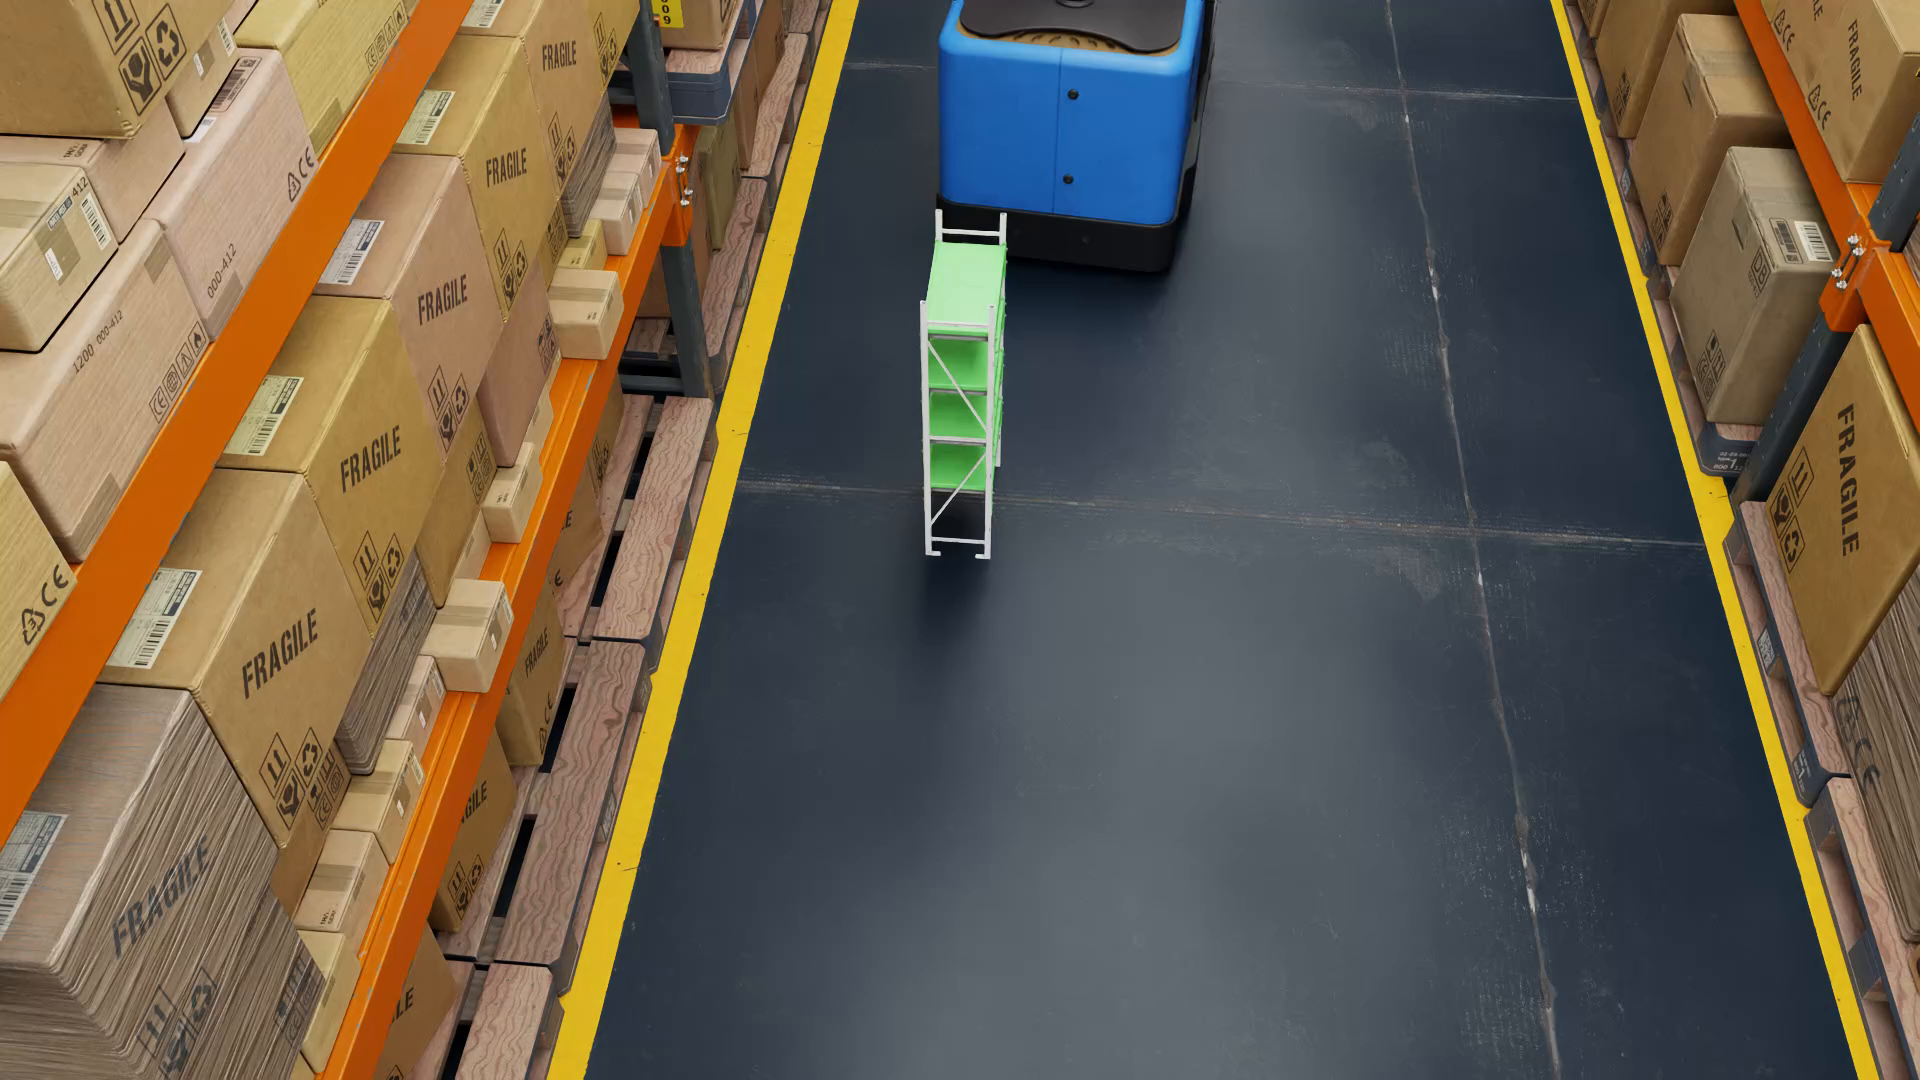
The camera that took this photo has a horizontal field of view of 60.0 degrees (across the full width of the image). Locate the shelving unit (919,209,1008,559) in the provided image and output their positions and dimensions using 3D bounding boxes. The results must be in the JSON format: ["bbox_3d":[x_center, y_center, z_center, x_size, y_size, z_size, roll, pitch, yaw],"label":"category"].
[{"bbox_3d":[0.015,-0.527,5.919,0.258,1.200,0.503,4,48,4],"label":"shelving unit"}]

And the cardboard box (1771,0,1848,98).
[{"bbox_3d":[3.275,-1.903,5.890,0.500,0.500,0.500,3,48,3],"label":"cardboard box"}]

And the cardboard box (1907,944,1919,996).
[{"bbox_3d":[3.158,1.268,4.213,0.875,0.875,0.875,3,48,3],"label":"cardboard box"}]

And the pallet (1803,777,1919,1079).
[{"bbox_3d":[3.192,1.297,4.921,1.003,0.211,1.213,4,48,4],"label":"pallet"}]

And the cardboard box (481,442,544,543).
[{"bbox_3d":[-1.360,-0.141,4.516,0.380,0.149,0.250,4,48,4],"label":"cardboard box"}]

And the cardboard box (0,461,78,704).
[{"bbox_3d":[-1.545,0.136,2.162,0.500,0.250,0.500,5,48,5],"label":"cardboard box"}]

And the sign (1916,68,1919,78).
[{"bbox_3d":[2.907,-1.490,4.849,0.100,0.325,0.005,4,48,4],"label":"sign"}]

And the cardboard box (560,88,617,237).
[{"bbox_3d":[-1.585,-1.312,5.148,0.875,0.500,0.500,4,48,4],"label":"cardboard box"}]

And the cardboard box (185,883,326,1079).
[{"bbox_3d":[-1.769,0.898,3.126,0.875,0.500,0.500,4,48,4],"label":"cardboard box"}]

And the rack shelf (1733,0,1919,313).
[{"bbox_3d":[3.630,-2.324,6.830,1.077,0.370,4.000,4,48,4],"label":"rack shelf"}]

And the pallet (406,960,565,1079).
[{"bbox_3d":[-1.731,1.725,4.529,1.003,0.211,1.213,4,48,4],"label":"pallet"}]

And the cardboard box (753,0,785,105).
[{"bbox_3d":[-1.241,-2.430,7.835,0.700,0.500,0.500,7,48,7],"label":"cardboard box"}]

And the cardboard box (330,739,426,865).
[{"bbox_3d":[-1.472,0.592,3.846,0.380,0.149,0.250,4,48,4],"label":"cardboard box"}]

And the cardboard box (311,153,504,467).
[{"bbox_3d":[-1.389,-0.525,3.751,0.500,0.500,0.500,4,48,4],"label":"cardboard box"}]

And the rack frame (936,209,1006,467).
[{"bbox_3d":[0.037,-0.706,6.082,0.240,1.200,0.015,4,48,4],"label":"rack frame"}]

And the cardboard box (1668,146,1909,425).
[{"bbox_3d":[3.415,-0.942,6.318,1.050,0.750,0.750,4,48,3],"label":"cardboard box"}]

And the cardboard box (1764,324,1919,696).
[{"bbox_3d":[3.321,-0.064,5.431,0.875,0.875,0.875,5,48,4],"label":"cardboard box"}]

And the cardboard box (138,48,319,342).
[{"bbox_3d":[-1.455,-0.607,2.841,0.500,0.250,0.500,4,48,3],"label":"cardboard box"}]

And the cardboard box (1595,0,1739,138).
[{"bbox_3d":[3.591,-2.335,7.593,1.050,0.750,0.750,5,48,4],"label":"cardboard box"}]

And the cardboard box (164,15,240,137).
[{"bbox_3d":[-1.439,-0.802,2.749,0.380,0.149,0.250,2,48,2],"label":"cardboard box"}]

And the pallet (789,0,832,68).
[{"bbox_3d":[-1.190,-2.929,8.786,1.003,0.211,1.213,4,48,4],"label":"pallet"}]

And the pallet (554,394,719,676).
[{"bbox_3d":[-1.508,-0.068,6.169,1.003,0.211,1.213,4,48,4],"label":"pallet"}]

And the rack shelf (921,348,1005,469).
[{"bbox_3d":[0.015,-0.483,5.966,0.258,0.148,0.480,4,48,4],"label":"rack shelf"}]

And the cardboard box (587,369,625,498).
[{"bbox_3d":[-1.558,-0.512,6.095,0.500,0.500,0.500,3,48,2],"label":"cardboard box"}]

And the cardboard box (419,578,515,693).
[{"bbox_3d":[-1.350,0.230,4.177,0.380,0.149,0.250,4,48,4],"label":"cardboard box"}]

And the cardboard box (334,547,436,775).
[{"bbox_3d":[-1.755,0.158,3.803,0.875,0.500,0.500,4,48,4],"label":"cardboard box"}]

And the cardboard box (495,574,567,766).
[{"bbox_3d":[-1.581,0.371,5.287,0.500,0.500,0.500,0,48,0],"label":"cardboard box"}]

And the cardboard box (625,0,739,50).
[{"bbox_3d":[-1.270,-2.423,5.743,1.000,1.000,1.000,4,48,4],"label":"cardboard box"}]

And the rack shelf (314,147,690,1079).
[{"bbox_3d":[-1.664,0.208,4.515,1.077,0.370,4.000,4,48,4],"label":"rack shelf"}]

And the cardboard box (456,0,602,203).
[{"bbox_3d":[-1.293,-1.260,4.422,0.500,0.500,0.500,4,48,4],"label":"cardboard box"}]

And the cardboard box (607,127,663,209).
[{"bbox_3d":[-1.209,-1.242,5.524,0.380,0.149,0.250,4,48,4],"label":"cardboard box"}]

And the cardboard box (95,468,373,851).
[{"bbox_3d":[-1.473,0.210,3.078,0.500,0.500,0.500,4,48,4],"label":"cardboard box"}]

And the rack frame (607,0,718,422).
[{"bbox_3d":[-1.482,-1.505,5.594,1.000,3.000,0.127,4,48,4],"label":"rack frame"}]

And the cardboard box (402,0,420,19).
[{"bbox_3d":[-1.363,-1.356,3.526,0.500,0.250,0.500,4,48,3],"label":"cardboard box"}]

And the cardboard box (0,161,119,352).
[{"bbox_3d":[-1.475,-0.422,2.402,0.380,0.149,0.250,6,48,5],"label":"cardboard box"}]

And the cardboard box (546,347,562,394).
[{"bbox_3d":[-1.390,-0.513,4.857,0.380,0.149,0.250,4,48,4],"label":"cardboard box"}]

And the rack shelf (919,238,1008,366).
[{"bbox_3d":[0.015,-0.807,5.611,0.258,0.148,0.480,4,48,4],"label":"rack shelf"}]

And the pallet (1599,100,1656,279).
[{"bbox_3d":[3.552,-1.627,7.595,1.003,0.211,1.213,4,48,4],"label":"pallet"}]

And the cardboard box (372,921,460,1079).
[{"bbox_3d":[-1.753,1.237,4.495,0.500,0.500,0.500,15,49,14],"label":"cardboard box"}]

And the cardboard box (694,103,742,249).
[{"bbox_3d":[-1.343,-1.609,7.084,0.700,0.500,0.500,4,48,3],"label":"cardboard box"}]

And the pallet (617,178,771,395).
[{"bbox_3d":[-1.413,-1.136,7.146,1.003,0.211,1.213,4,48,4],"label":"pallet"}]

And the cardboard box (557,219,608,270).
[{"bbox_3d":[-1.324,-0.880,5.192,0.380,0.149,0.250,4,48,4],"label":"cardboard box"}]

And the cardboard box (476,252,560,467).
[{"bbox_3d":[-1.611,-0.573,4.472,0.875,0.500,0.500,4,48,4],"label":"cardboard box"}]

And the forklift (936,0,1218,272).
[{"bbox_3d":[0.679,-3.260,7.245,1.130,2.935,3.031,8,48,7],"label":"forklift"}]

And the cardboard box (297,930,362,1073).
[{"bbox_3d":[-1.504,0.961,3.509,0.380,0.149,0.250,4,48,4],"label":"cardboard box"}]
